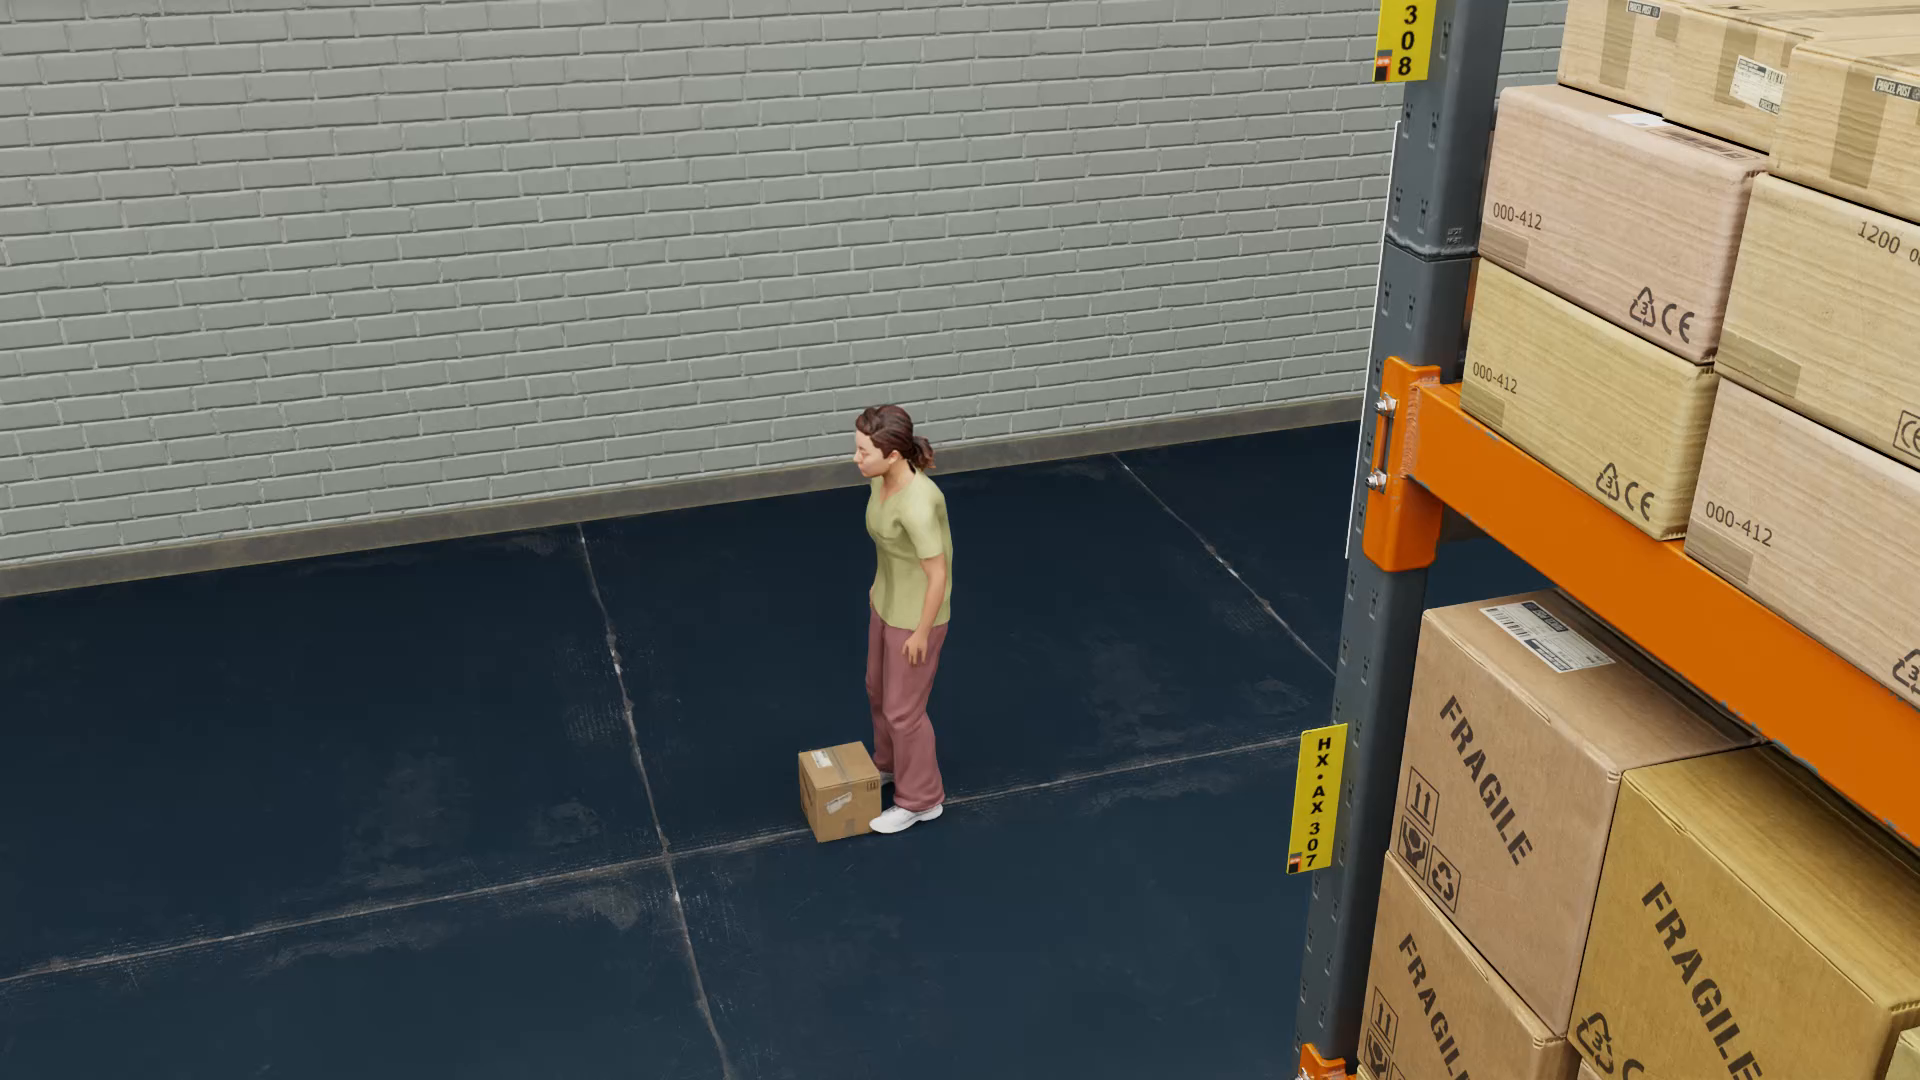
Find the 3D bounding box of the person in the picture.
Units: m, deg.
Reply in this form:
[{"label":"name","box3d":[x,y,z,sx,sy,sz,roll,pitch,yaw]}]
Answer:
[{"label":"person","box3d":[-0.219,0.276,6.061,0.359,1.672,0.497,-9,28,-18]}]
